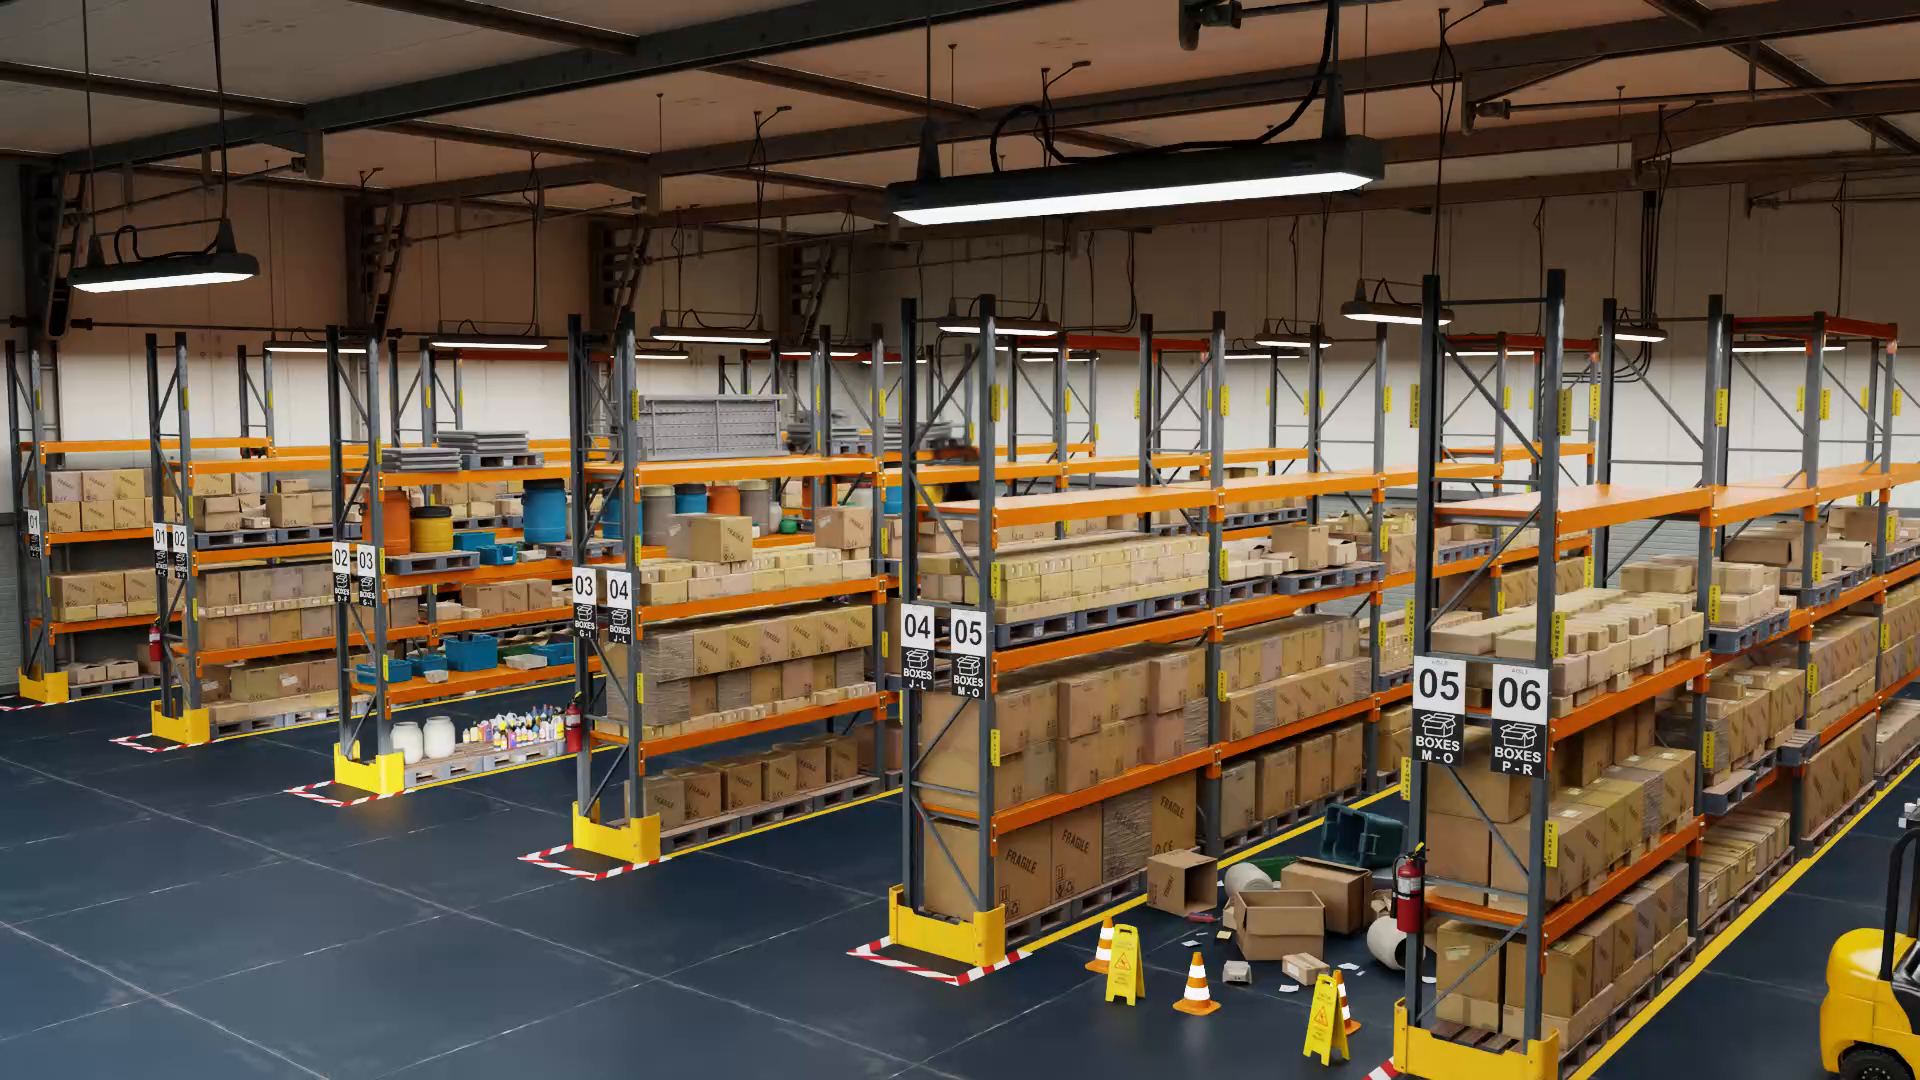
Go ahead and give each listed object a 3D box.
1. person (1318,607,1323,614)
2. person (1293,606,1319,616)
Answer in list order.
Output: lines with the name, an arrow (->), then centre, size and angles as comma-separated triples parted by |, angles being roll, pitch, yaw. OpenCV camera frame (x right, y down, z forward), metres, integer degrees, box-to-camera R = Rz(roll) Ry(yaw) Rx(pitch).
person -> 6.675, 1.453, 31.618 | 0.682, 1.723, 0.551 | -5, 7, -42
person -> 5.761, 1.764, 27.679 | 0.660, 1.773, 0.990 | 4, 6, 37
